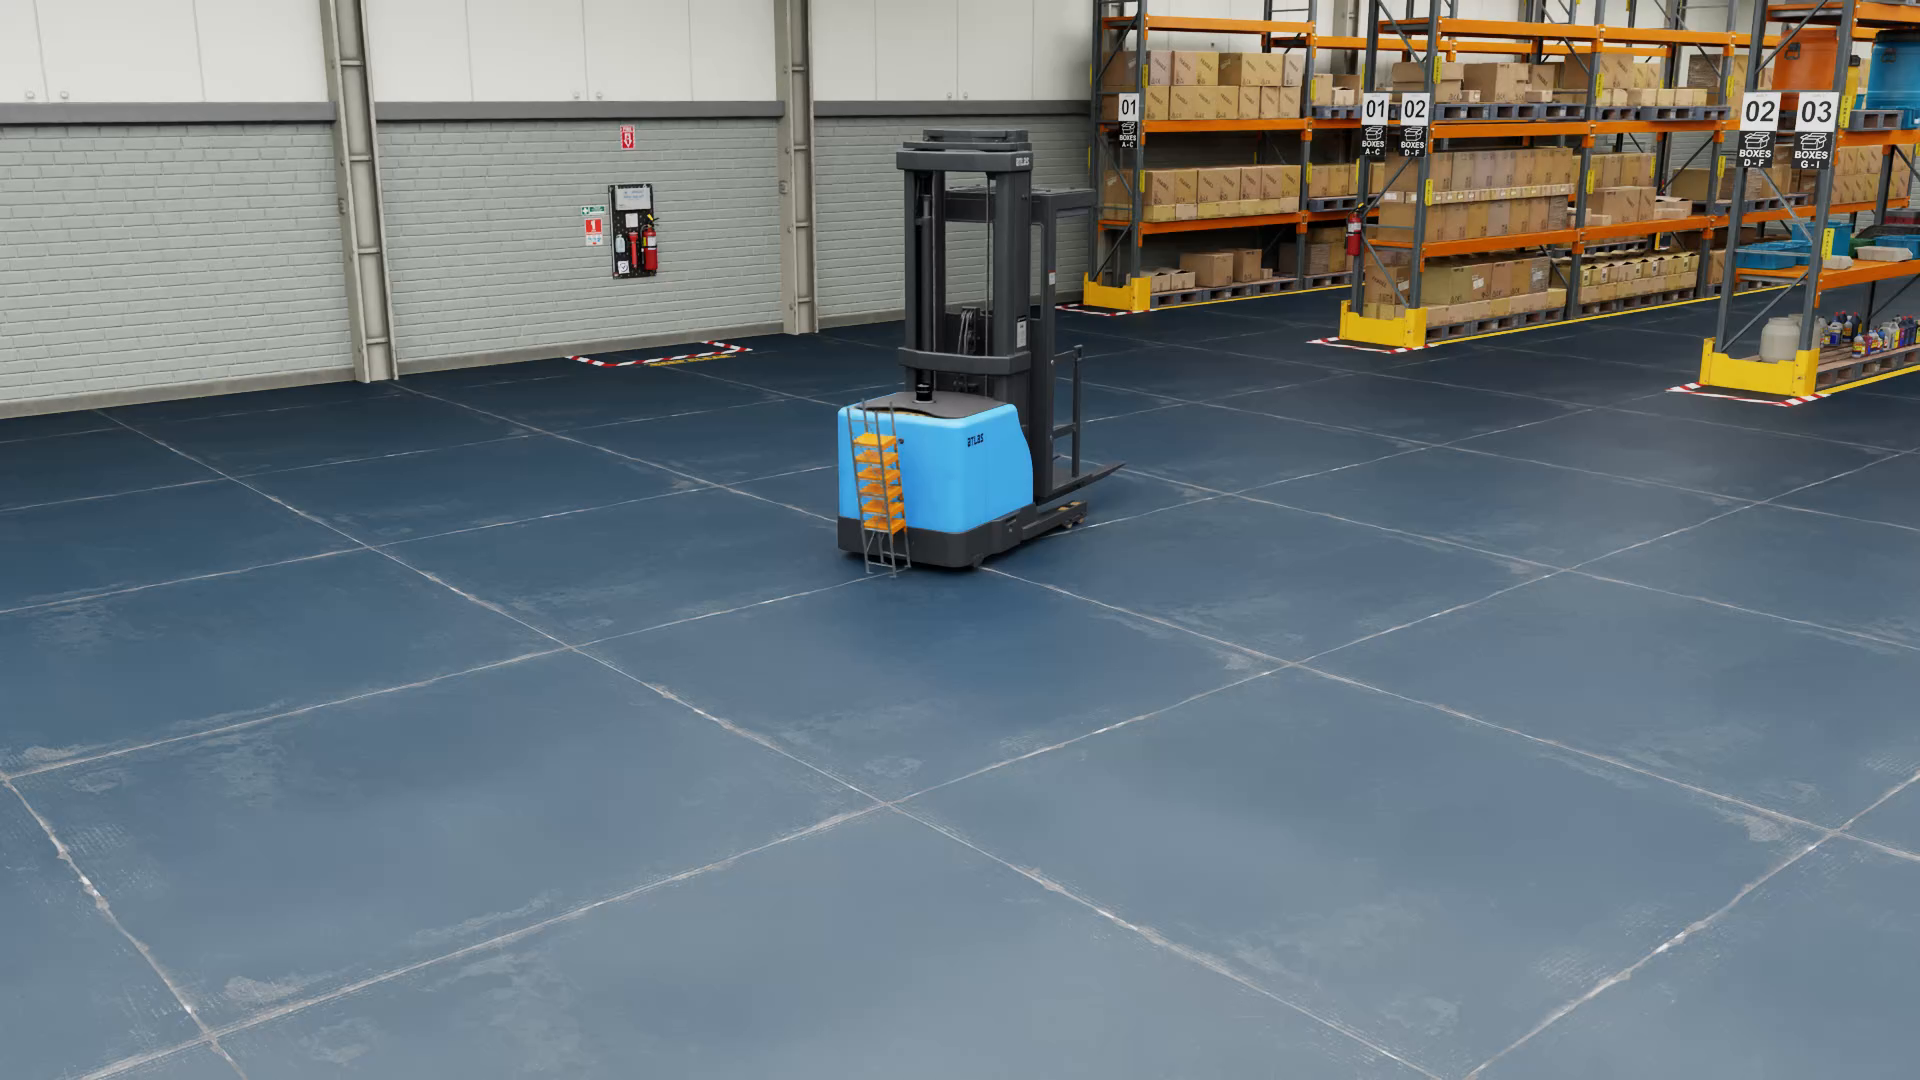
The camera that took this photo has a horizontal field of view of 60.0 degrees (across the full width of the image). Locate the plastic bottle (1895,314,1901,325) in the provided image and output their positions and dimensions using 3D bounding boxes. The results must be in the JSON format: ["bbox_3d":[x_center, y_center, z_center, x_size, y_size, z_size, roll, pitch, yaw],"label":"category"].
[{"bbox_3d":[11.492,-2.594,20.428,0.185,0.351,0.144,-13,19,-39],"label":"plastic bottle"}]

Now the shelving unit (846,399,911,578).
[{"bbox_3d":[-0.543,-0.341,11.173,0.258,1.200,0.189,9,27,29],"label":"shelving unit"}]

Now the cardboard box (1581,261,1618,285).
[{"bbox_3d":[9.491,-4.014,24.891,0.500,0.311,0.500,-13,20,-40],"label":"cardboard box"}]

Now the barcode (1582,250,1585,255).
[{"bbox_3d":[9.100,-4.194,24.269,0.075,0.075,0.001,-13,19,-39],"label":"barcode"}]

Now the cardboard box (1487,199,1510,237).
[{"bbox_3d":[7.144,-4.473,22.989,0.500,0.500,0.700,-12,19,-38],"label":"cardboard box"}]

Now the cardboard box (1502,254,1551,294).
[{"bbox_3d":[8.043,-3.796,23.710,0.500,0.500,0.500,-13,19,-39],"label":"cardboard box"}]

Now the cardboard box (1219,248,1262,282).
[{"bbox_3d":[4.623,-4.548,27.455,0.500,0.500,0.500,14,21,43],"label":"cardboard box"}]

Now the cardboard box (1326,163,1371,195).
[{"bbox_3d":[6.689,-6.278,28.894,0.500,0.500,0.700,-10,18,-32],"label":"cardboard box"}]

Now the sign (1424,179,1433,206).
[{"bbox_3d":[5.977,-4.433,21.202,0.005,0.325,0.100,-13,19,-39],"label":"sign"}]

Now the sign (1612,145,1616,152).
[{"bbox_3d":[14.073,-8.325,35.773,0.005,0.325,0.100,-13,19,-39],"label":"sign"}]

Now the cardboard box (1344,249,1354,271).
[{"bbox_3d":[6.693,-5.035,29.280,0.500,0.500,0.700,-12,19,-39],"label":"cardboard box"}]

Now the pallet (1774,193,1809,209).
[{"bbox_3d":[13.995,-5.911,28.940,1.213,0.211,1.003,-13,19,-39],"label":"pallet"}]

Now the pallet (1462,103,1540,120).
[{"bbox_3d":[7.088,-5.814,22.563,1.213,0.211,1.003,-13,19,-39],"label":"pallet"}]

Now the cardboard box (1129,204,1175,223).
[{"bbox_3d":[2.939,-5.007,25.435,0.500,0.250,0.500,-13,20,-41],"label":"cardboard box"}]

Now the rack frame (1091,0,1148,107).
[{"bbox_3d":[2.363,-7.947,24.566,0.127,3.000,1.000,-13,19,-39],"label":"rack frame"}]

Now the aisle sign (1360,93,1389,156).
[{"bbox_3d":[5.375,-5.387,21.569,0.004,0.787,0.394,-13,19,-39],"label":"aisle sign"}]

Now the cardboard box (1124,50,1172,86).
[{"bbox_3d":[2.813,-7.057,24.876,0.500,0.500,0.500,14,21,43],"label":"cardboard box"}]

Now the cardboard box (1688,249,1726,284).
[{"bbox_3d":[12.183,-4.467,27.152,0.500,0.500,0.500,-12,19,-37],"label":"cardboard box"}]

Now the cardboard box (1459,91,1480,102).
[{"bbox_3d":[6.620,-5.849,21.922,0.250,0.149,0.380,-13,19,-39],"label":"cardboard box"}]

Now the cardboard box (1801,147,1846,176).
[{"bbox_3d":[15.210,-6.675,29.294,0.500,0.500,0.500,-12,19,-38],"label":"cardboard box"}]

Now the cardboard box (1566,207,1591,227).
[{"bbox_3d":[8.977,-4.782,24.632,0.500,0.250,0.500,-11,19,-36],"label":"cardboard box"}]

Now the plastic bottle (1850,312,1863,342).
[{"bbox_3d":[11.097,-2.647,20.627,0.185,0.351,0.144,-13,19,-39],"label":"plastic bottle"}]

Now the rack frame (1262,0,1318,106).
[{"bbox_3d":[5.380,-8.625,27.102,0.127,3.000,1.000,-13,19,-39],"label":"rack frame"}]

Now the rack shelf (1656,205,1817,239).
[{"bbox_3d":[13.161,-5.432,28.167,4.000,0.370,1.077,-13,19,-39],"label":"rack shelf"}]

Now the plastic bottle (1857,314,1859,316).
[{"bbox_3d":[11.355,-2.724,21.069,0.097,0.271,0.097,0,15,0],"label":"plastic bottle"}]

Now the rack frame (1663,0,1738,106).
[{"bbox_3d":[11.652,-8.339,26.031,0.127,3.000,1.000,-13,19,-39],"label":"rack frame"}]

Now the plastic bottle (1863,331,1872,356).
[{"bbox_3d":[10.621,-2.302,19.466,0.133,0.283,0.061,-12,19,-38],"label":"plastic bottle"}]

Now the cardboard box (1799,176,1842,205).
[{"bbox_3d":[15.233,-6.200,29.454,0.500,0.500,0.500,-12,19,-38],"label":"cardboard box"}]

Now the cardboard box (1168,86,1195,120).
[{"bbox_3d":[3.208,-6.648,25.282,0.500,0.500,0.500,-11,19,-36],"label":"cardboard box"}]

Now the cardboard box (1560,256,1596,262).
[{"bbox_3d":[9.518,-4.206,25.612,0.500,0.311,0.500,-13,20,-40],"label":"cardboard box"}]

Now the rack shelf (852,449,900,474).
[{"bbox_3d":[-0.560,-0.520,11.095,0.258,0.103,0.180,9,27,29],"label":"rack shelf"}]

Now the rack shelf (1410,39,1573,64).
[{"bbox_3d":[9.906,-9.101,31.052,4.000,0.370,1.077,-13,19,-39],"label":"rack shelf"}]

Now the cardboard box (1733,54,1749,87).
[{"bbox_3d":[12.370,-7.580,26.872,0.500,0.500,0.500,-13,19,-39],"label":"cardboard box"}]

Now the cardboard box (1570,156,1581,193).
[{"bbox_3d":[11.835,-7.316,33.244,0.700,0.700,0.980,-12,19,-39],"label":"cardboard box"}]

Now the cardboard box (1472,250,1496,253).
[{"bbox_3d":[9.703,-5.815,31.558,0.750,0.750,0.750,-13,20,-40],"label":"cardboard box"}]

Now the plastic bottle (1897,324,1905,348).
[{"bbox_3d":[11.346,-2.465,20.076,0.133,0.283,0.061,-11,19,-36],"label":"plastic bottle"}]

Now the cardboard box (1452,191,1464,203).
[{"bbox_3d":[6.441,-4.559,22.054,0.250,0.149,0.380,-13,19,-39],"label":"cardboard box"}]

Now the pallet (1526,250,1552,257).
[{"bbox_3d":[10.883,-5.589,32.766,1.213,0.211,1.003,-13,19,-39],"label":"pallet"}]

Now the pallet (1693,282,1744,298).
[{"bbox_3d":[12.240,-4.212,27.611,1.213,0.211,1.003,-13,19,-39],"label":"pallet"}]

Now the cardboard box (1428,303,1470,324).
[{"bbox_3d":[6.543,-3.093,22.530,0.500,0.250,0.500,-13,19,-39],"label":"cardboard box"}]

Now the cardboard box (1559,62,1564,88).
[{"bbox_3d":[12.137,-9.138,32.666,0.500,0.500,0.500,-13,20,-40],"label":"cardboard box"}]

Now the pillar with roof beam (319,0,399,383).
[{"bbox_3d":[-3.904,-5.363,14.892,0.400,9.000,9.100,-13,19,-39],"label":"pillar with roof beam"}]

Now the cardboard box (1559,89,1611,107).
[{"bbox_3d":[9.106,-6.445,24.230,0.500,0.250,0.500,-10,18,-34],"label":"cardboard box"}]

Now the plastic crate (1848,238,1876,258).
[{"bbox_3d":[10.674,-3.521,20.028,0.662,0.188,0.450,-13,19,-39],"label":"plastic crate"}]

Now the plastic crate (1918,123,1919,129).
[{"bbox_3d":[10.938,-4.769,18.990,0.396,0.136,0.243,-13,19,-39],"label":"plastic crate"}]

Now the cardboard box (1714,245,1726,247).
[{"bbox_3d":[12.594,-4.737,28.163,0.500,0.500,0.500,-14,20,-41],"label":"cardboard box"}]

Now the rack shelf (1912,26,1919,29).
[{"bbox_3d":[13.392,-6.494,21.295,4.000,0.370,1.077,-13,19,-39],"label":"rack shelf"}]

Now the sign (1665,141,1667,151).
[{"bbox_3d":[14.778,-8.325,34.903,0.005,0.325,0.100,-13,19,-39],"label":"sign"}]

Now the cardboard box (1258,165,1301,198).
[{"bbox_3d":[5.226,-5.886,27.271,0.500,0.500,0.500,-13,20,-39],"label":"cardboard box"}]

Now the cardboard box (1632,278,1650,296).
[{"bbox_3d":[10.261,-3.918,25.620,0.500,0.250,0.500,-12,19,-38],"label":"cardboard box"}]

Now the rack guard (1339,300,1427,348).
[{"bbox_3d":[5.599,-2.874,22.039,0.348,0.500,1.175,-13,19,-39],"label":"rack guard"}]

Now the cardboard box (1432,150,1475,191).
[{"bbox_3d":[6.411,-4.936,22.209,0.500,0.500,0.700,-13,20,-41],"label":"cardboard box"}]

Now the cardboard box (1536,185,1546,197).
[{"bbox_3d":[7.989,-4.906,23.353,0.250,0.149,0.380,-13,20,-39],"label":"cardboard box"}]

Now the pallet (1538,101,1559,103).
[{"bbox_3d":[12.039,-8.625,33.086,1.213,0.211,1.003,-13,19,-39],"label":"pallet"}]

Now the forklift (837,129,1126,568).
[{"bbox_3d":[0.319,-1.555,12.392,1.130,2.935,3.031,9,17,29],"label":"forklift"}]

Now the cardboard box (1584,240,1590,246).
[{"bbox_3d":[12.428,-6.268,33.934,0.500,0.500,0.700,-13,20,-40],"label":"cardboard box"}]
